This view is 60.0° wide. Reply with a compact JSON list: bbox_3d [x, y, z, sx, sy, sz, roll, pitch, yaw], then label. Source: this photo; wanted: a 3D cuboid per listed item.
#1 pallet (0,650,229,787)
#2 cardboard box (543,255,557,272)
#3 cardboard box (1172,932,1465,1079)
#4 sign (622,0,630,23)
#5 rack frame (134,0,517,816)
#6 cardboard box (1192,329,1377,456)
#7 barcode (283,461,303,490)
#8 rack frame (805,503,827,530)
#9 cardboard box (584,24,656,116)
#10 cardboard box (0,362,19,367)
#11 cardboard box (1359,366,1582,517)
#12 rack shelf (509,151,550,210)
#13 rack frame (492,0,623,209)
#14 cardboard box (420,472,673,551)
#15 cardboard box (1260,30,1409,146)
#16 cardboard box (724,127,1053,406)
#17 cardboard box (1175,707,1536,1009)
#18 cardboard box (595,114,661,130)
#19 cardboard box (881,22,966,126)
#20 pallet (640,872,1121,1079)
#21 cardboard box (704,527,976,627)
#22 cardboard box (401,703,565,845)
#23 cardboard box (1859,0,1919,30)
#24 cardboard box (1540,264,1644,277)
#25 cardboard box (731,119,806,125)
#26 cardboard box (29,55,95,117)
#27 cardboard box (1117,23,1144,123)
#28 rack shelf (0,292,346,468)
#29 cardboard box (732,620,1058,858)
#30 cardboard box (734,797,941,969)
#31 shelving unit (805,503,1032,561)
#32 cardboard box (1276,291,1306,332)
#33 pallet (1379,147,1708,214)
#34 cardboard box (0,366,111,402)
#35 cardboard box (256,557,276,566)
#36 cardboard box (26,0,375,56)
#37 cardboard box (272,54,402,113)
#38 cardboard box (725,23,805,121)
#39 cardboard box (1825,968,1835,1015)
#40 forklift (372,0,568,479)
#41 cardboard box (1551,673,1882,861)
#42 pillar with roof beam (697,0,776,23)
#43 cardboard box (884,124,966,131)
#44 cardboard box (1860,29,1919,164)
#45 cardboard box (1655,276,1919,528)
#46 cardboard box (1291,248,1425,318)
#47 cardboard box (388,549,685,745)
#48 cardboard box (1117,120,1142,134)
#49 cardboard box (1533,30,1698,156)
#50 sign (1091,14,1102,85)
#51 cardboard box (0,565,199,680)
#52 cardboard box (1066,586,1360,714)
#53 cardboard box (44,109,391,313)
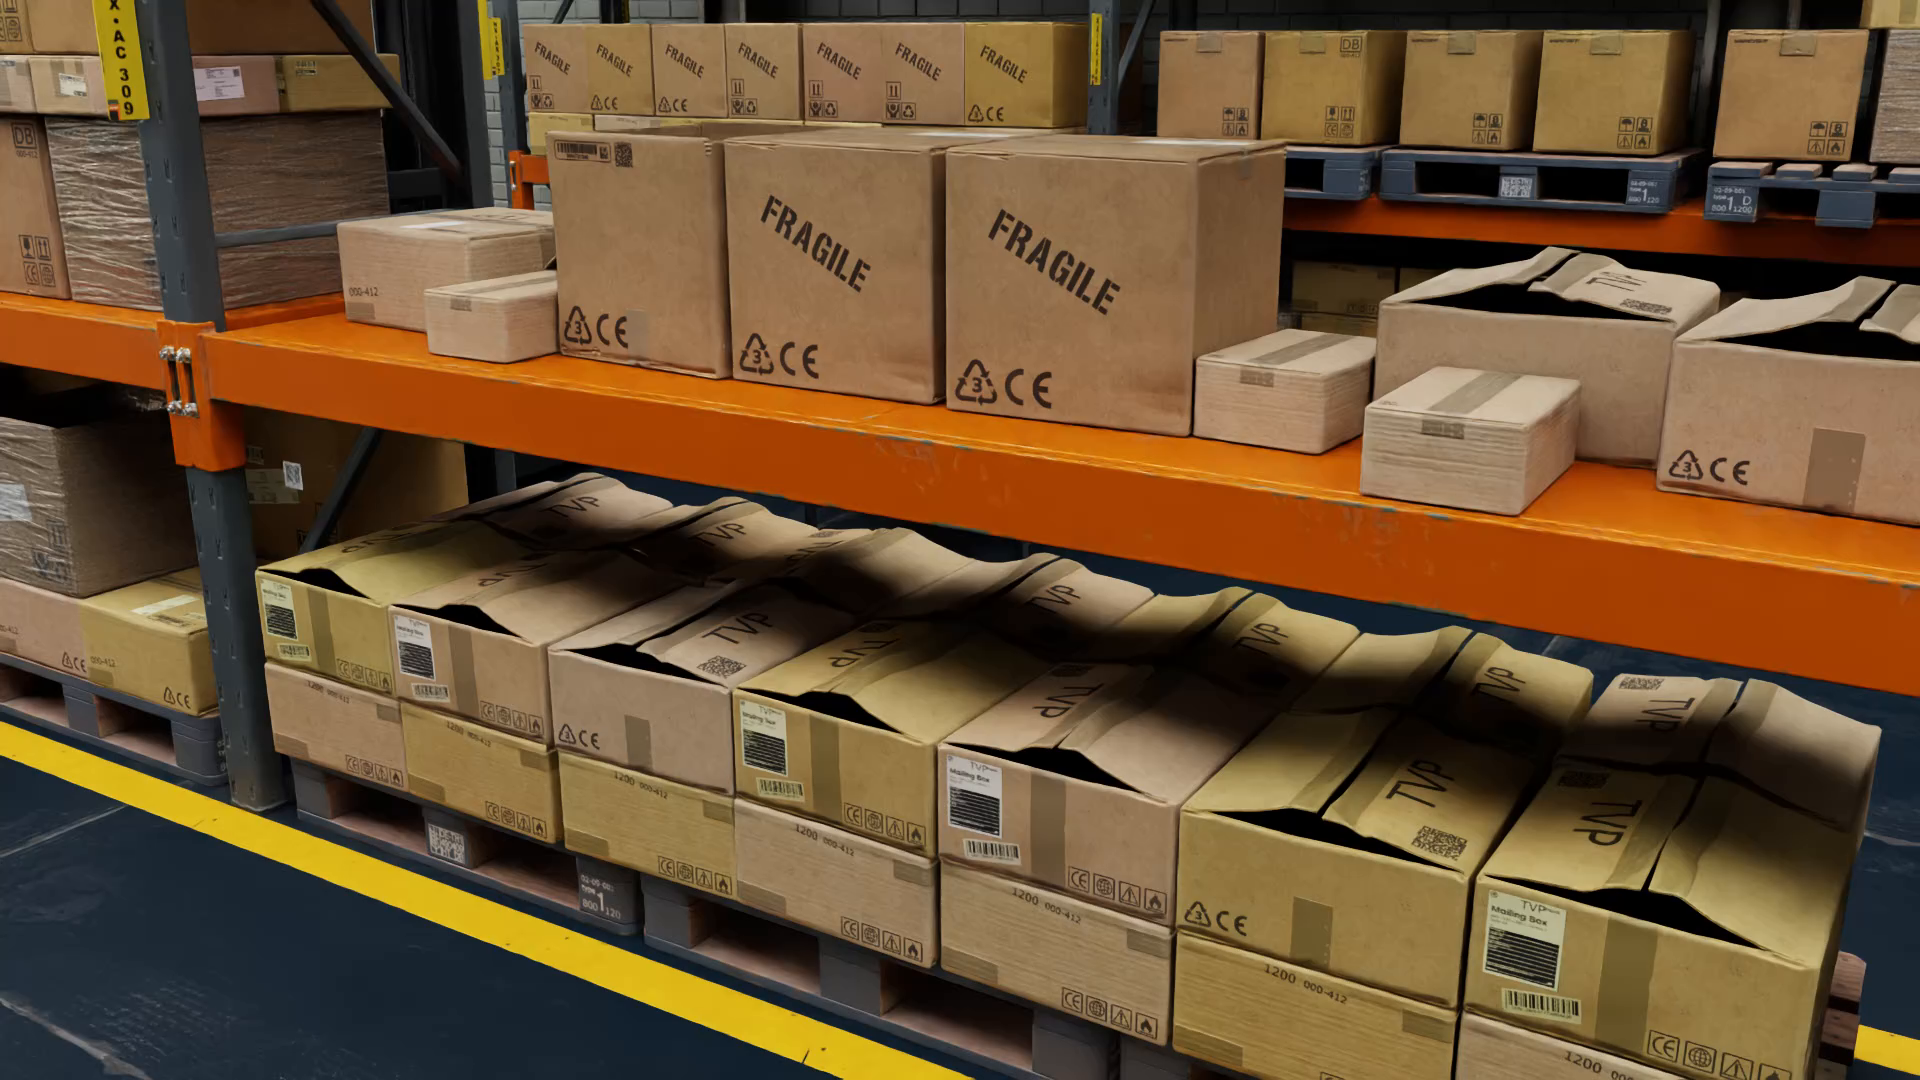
[{"bbox_3d":[-2.317,0.374,5.287,1.213,0.211,1.003,10,20,30],"label":"pallet"},{"bbox_3d":[-0.816,-0.676,4.179,0.258,0.266,0.396,10,19,29],"label":"cardboard box"},{"bbox_3d":[0.730,0.797,3.105,0.500,0.250,0.500,10,19,29],"label":"cardboard box"},{"bbox_3d":[-2.173,-3.505,10.722,0.005,0.325,0.100,10,20,30],"label":"sign"},{"bbox_3d":[-1.661,-0.829,4.450,0.127,3.000,1.000,10,20,30],"label":"rack frame"},{"bbox_3d":[0.631,-0.280,3.076,0.250,0.149,0.380,12,21,34],"label":"cardboard box"},{"bbox_3d":[-1.662,-0.161,4.142,0.075,0.075,0.001,10,20,30],"label":"barcode"},{"bbox_3d":[-0.506,-0.808,6.960,0.032,1.500,0.500,10,20,30],"label":"rack frame"},{"bbox_3d":[-1.815,-2.737,9.664,0.500,0.500,0.500,10,20,30],"label":"cardboard box"},{"bbox_3d":[-3.172,-0.449,5.916,0.500,0.500,0.500,10,20,30],"label":"cardboard box"},{"bbox_3d":[0.836,-0.169,2.708,0.250,0.149,0.380,10,20,30],"label":"cardboard box"},{"bbox_3d":[-0.776,-2.016,9.596,4.000,0.370,1.077,10,20,30],"label":"rack shelf"},{"bbox_3d":[-2.480,-2.665,10.493,0.127,3.000,1.000,10,20,30],"label":"rack frame"},{"bbox_3d":[-1.166,0.008,4.738,0.500,0.311,0.500,10,20,30],"label":"cardboard box"},{"bbox_3d":[1.816,-2.142,7.844,0.500,0.500,0.700,13,21,36],"label":"cardboard box"},{"bbox_3d":[-0.140,-0.600,3.523,0.500,0.500,0.500,10,20,30],"label":"cardboard box"},{"bbox_3d":[0.726,0.530,3.020,0.500,0.311,0.500,10,19,29],"label":"cardboard box"},{"bbox_3d":[-1.781,-2.374,9.761,0.500,0.250,0.500,9,19,28],"label":"cardboard box"},{"bbox_3d":[-0.065,-2.423,8.630,0.500,0.500,0.500,10,20,30],"label":"cardboard box"},{"bbox_3d":[0.031,0.793,3.908,1.213,0.211,1.003,10,20,30],"label":"pallet"},{"bbox_3d":[-0.296,0.162,4.230,0.500,0.311,0.500,10,20,30],"label":"cardboard box"},{"bbox_3d":[-1.012,0.486,4.127,0.500,0.250,0.500,11,20,31],"label":"cardboard box"},{"bbox_3d":[3.745,-2.107,6.612,0.250,0.149,0.380,7,18,21],"label":"cardboard box"},{"bbox_3d":[2.802,-1.097,7.586,0.500,0.250,0.500,10,20,30],"label":"cardboard box"},{"bbox_3d":[-0.920,-2.218,9.246,0.500,0.250,0.500,10,20,31],"label":"cardboard box"},{"bbox_3d":[-2.215,-1.214,4.428,0.250,0.149,0.380,10,19,29],"label":"cardboard box"},{"bbox_3d":[0.637,-2.476,8.806,0.500,0.500,0.500,10,19,29],"label":"cardboard box"},{"bbox_3d":[-3.366,-0.789,5.556,4.000,0.370,1.077,10,20,30],"label":"rack shelf"},{"bbox_3d":[-0.129,0.375,3.528,0.500,0.311,0.500,11,20,32],"label":"cardboard box"},{"bbox_3d":[-0.137,0.642,3.615,0.500,0.250,0.500,11,20,31],"label":"cardboard box"},{"bbox_3d":[-0.073,-0.731,6.706,1.048,1.500,0.538,10,20,30],"label":"shelving unit"},{"bbox_3d":[1.564,-0.963,8.435,0.500,0.500,0.700,11,20,32],"label":"cardboard box"},{"bbox_3d":[2.628,-1.647,7.473,1.213,0.211,1.003,10,20,30],"label":"pallet"},{"bbox_3d":[-3.019,-0.244,5.240,0.500,0.500,0.500,10,20,30],"label":"cardboard box"},{"bbox_3d":[-1.898,0.140,5.268,0.500,0.250,0.500,10,20,30],"label":"cardboard box"},{"bbox_3d":[-2.043,-1.564,4.464,0.500,0.500,0.700,10,20,30],"label":"cardboard box"},{"bbox_3d":[-1.789,-1.276,4.633,0.250,0.149,0.380,10,20,30],"label":"cardboard box"},{"bbox_3d":[-0.932,-2.581,9.151,0.500,0.500,0.500,11,20,32],"label":"cardboard box"},{"bbox_3d":[1.455,0.742,3.287,0.500,0.250,0.500,10,20,30],"label":"cardboard box"},{"bbox_3d":[-3.238,-1.880,8.026,3.031,2.935,1.130,8,19,26],"label":"forklift"},{"bbox_3d":[1.455,0.473,3.205,0.500,0.311,0.500,11,20,32],"label":"cardboard box"},{"bbox_3d":[-3.684,-4.577,6.466,0.400,9.000,9.100,10,20,30],"label":"pillar with roof beam"},{"bbox_3d":[-0.054,-2.069,8.756,0.500,0.250,0.500,10,20,30],"label":"cardboard box"},{"bbox_3d":[3.931,-1.775,6.636,0.500,0.500,0.700,8,18,24],"label":"cardboard box"},{"bbox_3d":[1.460,-0.244,2.677,0.500,0.311,0.500,12,20,33],"label":"cardboard box"},{"bbox_3d":[1.941,-1.256,8.108,0.500,0.250,0.500,10,19,29],"label":"cardboard box"},{"bbox_3d":[-1.016,0.219,4.042,0.500,0.311,0.500,10,19,29],"label":"cardboard box"},{"bbox_3d":[0.640,-2.119,8.919,0.500,0.250,0.500,10,20,31],"label":"cardboard box"},{"bbox_3d":[2.857,-1.959,7.242,0.500,0.500,0.700,10,20,30],"label":"cardboard box"},{"bbox_3d":[0.651,-2.335,7.918,0.005,0.325,0.100,10,20,30],"label":"sign"},{"bbox_3d":[-2.592,0.191,5.101,0.500,0.250,0.500,10,20,30],"label":"cardboard box"},{"bbox_3d":[0.569,0.317,3.719,0.500,0.311,0.500,10,19,29],"label":"cardboard box"},{"bbox_3d":[-2.043,-0.943,4.652,0.500,0.500,0.700,10,19,29],"label":"cardboard box"}]
